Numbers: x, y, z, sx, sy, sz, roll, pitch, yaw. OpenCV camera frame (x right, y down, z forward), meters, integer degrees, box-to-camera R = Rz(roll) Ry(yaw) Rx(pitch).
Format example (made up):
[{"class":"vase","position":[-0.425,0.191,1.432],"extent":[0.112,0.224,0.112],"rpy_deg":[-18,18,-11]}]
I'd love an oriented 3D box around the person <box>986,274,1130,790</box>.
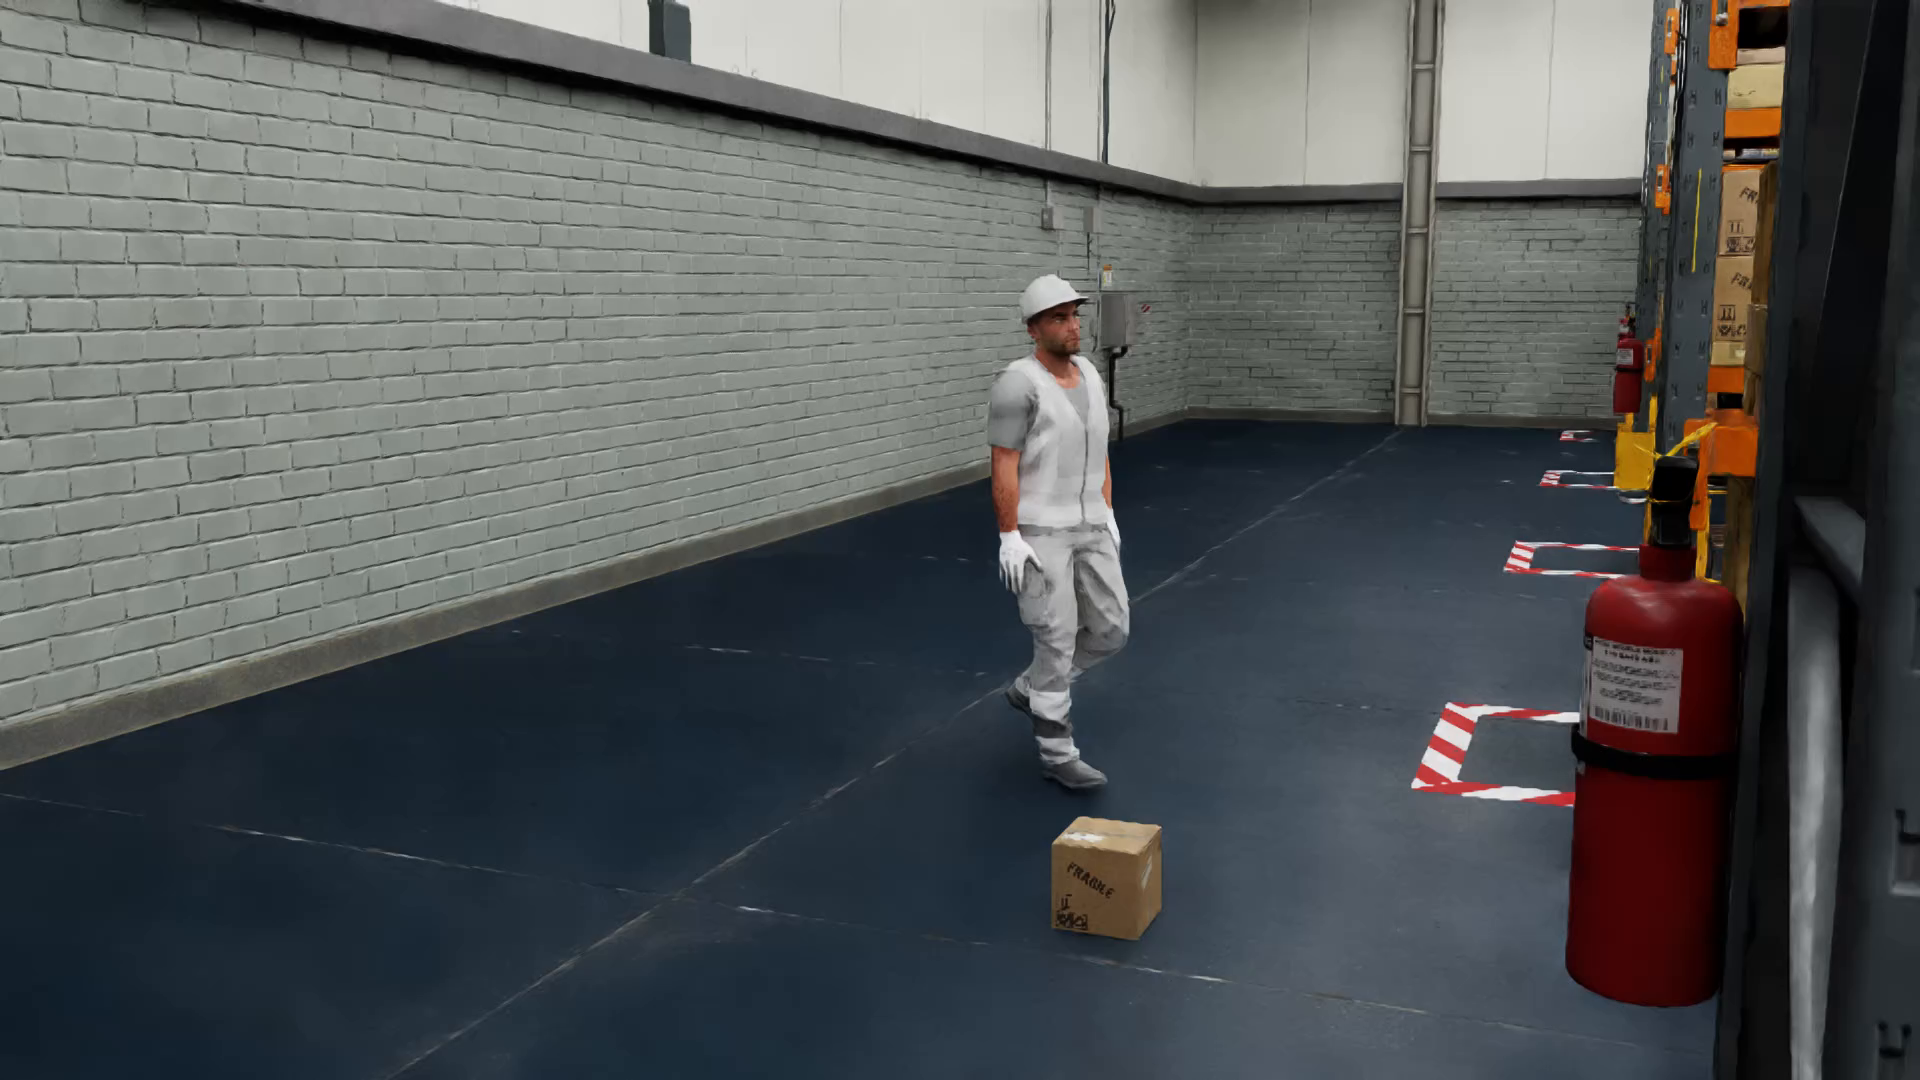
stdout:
[{"class":"person","position":[0.305,-0.032,5.861],"extent":[0.576,1.785,0.607],"rpy_deg":[-8,11,-41]}]
